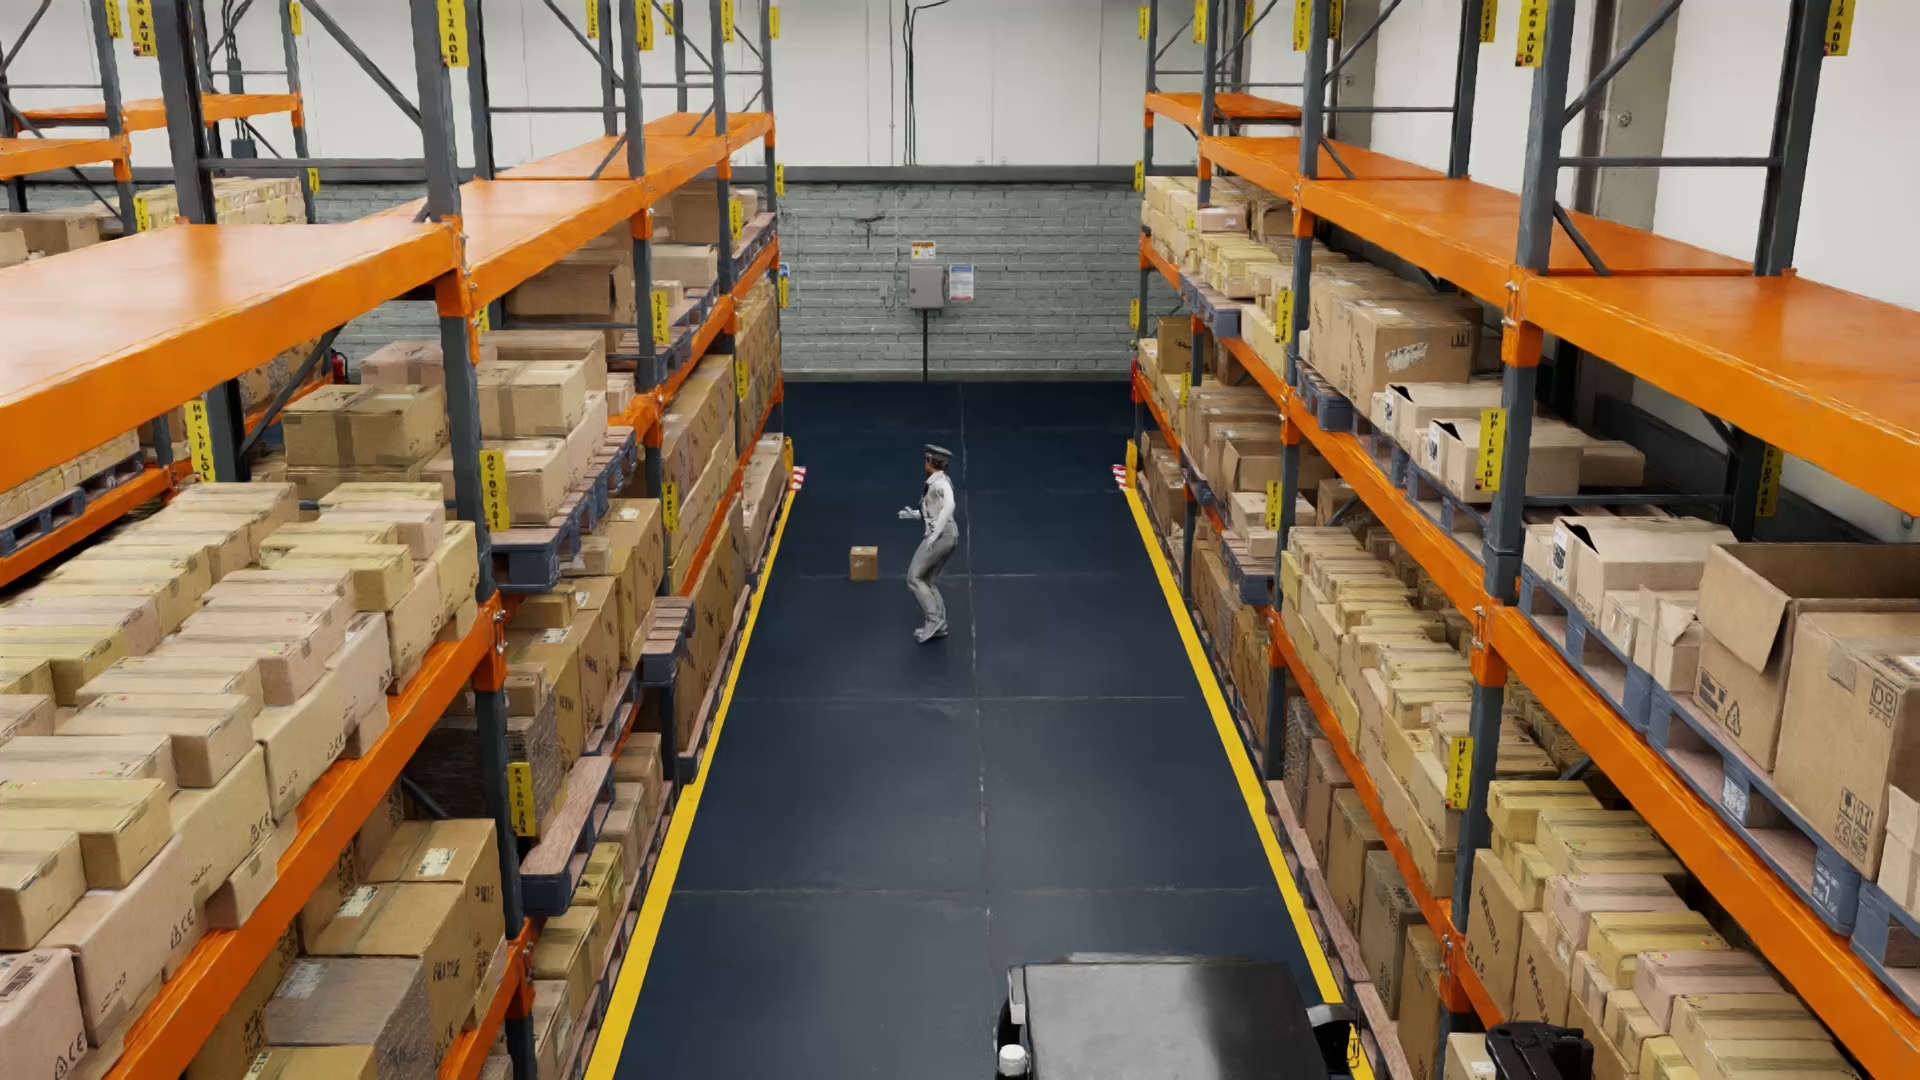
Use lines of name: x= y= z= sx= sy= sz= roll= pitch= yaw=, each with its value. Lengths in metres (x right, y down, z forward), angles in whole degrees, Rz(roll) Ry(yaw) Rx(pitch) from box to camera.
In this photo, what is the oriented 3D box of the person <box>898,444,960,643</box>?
person: x=-0.277 y=0.015 z=14.156 sx=0.525 sy=1.557 sz=0.859 roll=1 pitch=17 yaw=5
